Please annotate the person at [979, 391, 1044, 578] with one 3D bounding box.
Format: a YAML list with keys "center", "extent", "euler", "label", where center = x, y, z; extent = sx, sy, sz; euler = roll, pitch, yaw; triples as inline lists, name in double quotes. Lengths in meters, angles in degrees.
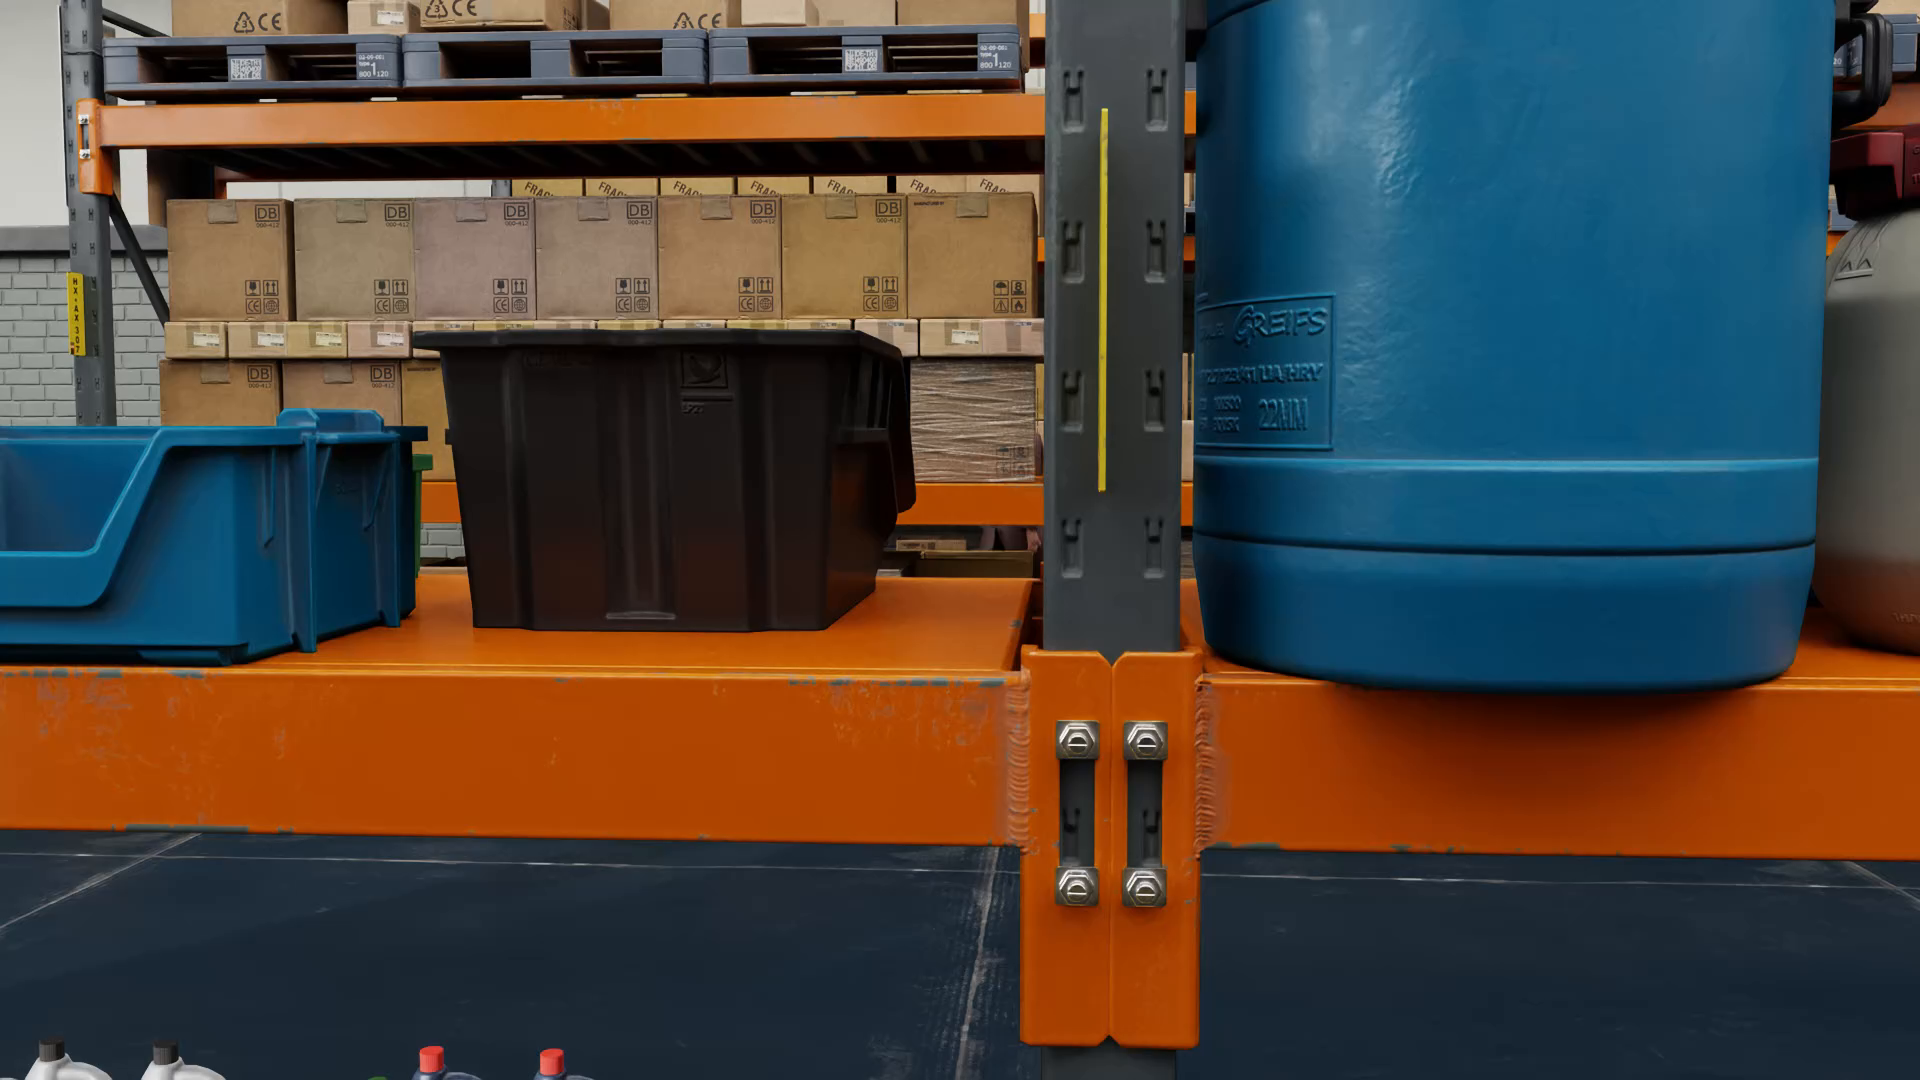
- center: [0.421, -0.078, 10.248]
  extent: [0.857, 1.754, 0.616]
  euler: [-3, 5, -36]
  label: "person"
